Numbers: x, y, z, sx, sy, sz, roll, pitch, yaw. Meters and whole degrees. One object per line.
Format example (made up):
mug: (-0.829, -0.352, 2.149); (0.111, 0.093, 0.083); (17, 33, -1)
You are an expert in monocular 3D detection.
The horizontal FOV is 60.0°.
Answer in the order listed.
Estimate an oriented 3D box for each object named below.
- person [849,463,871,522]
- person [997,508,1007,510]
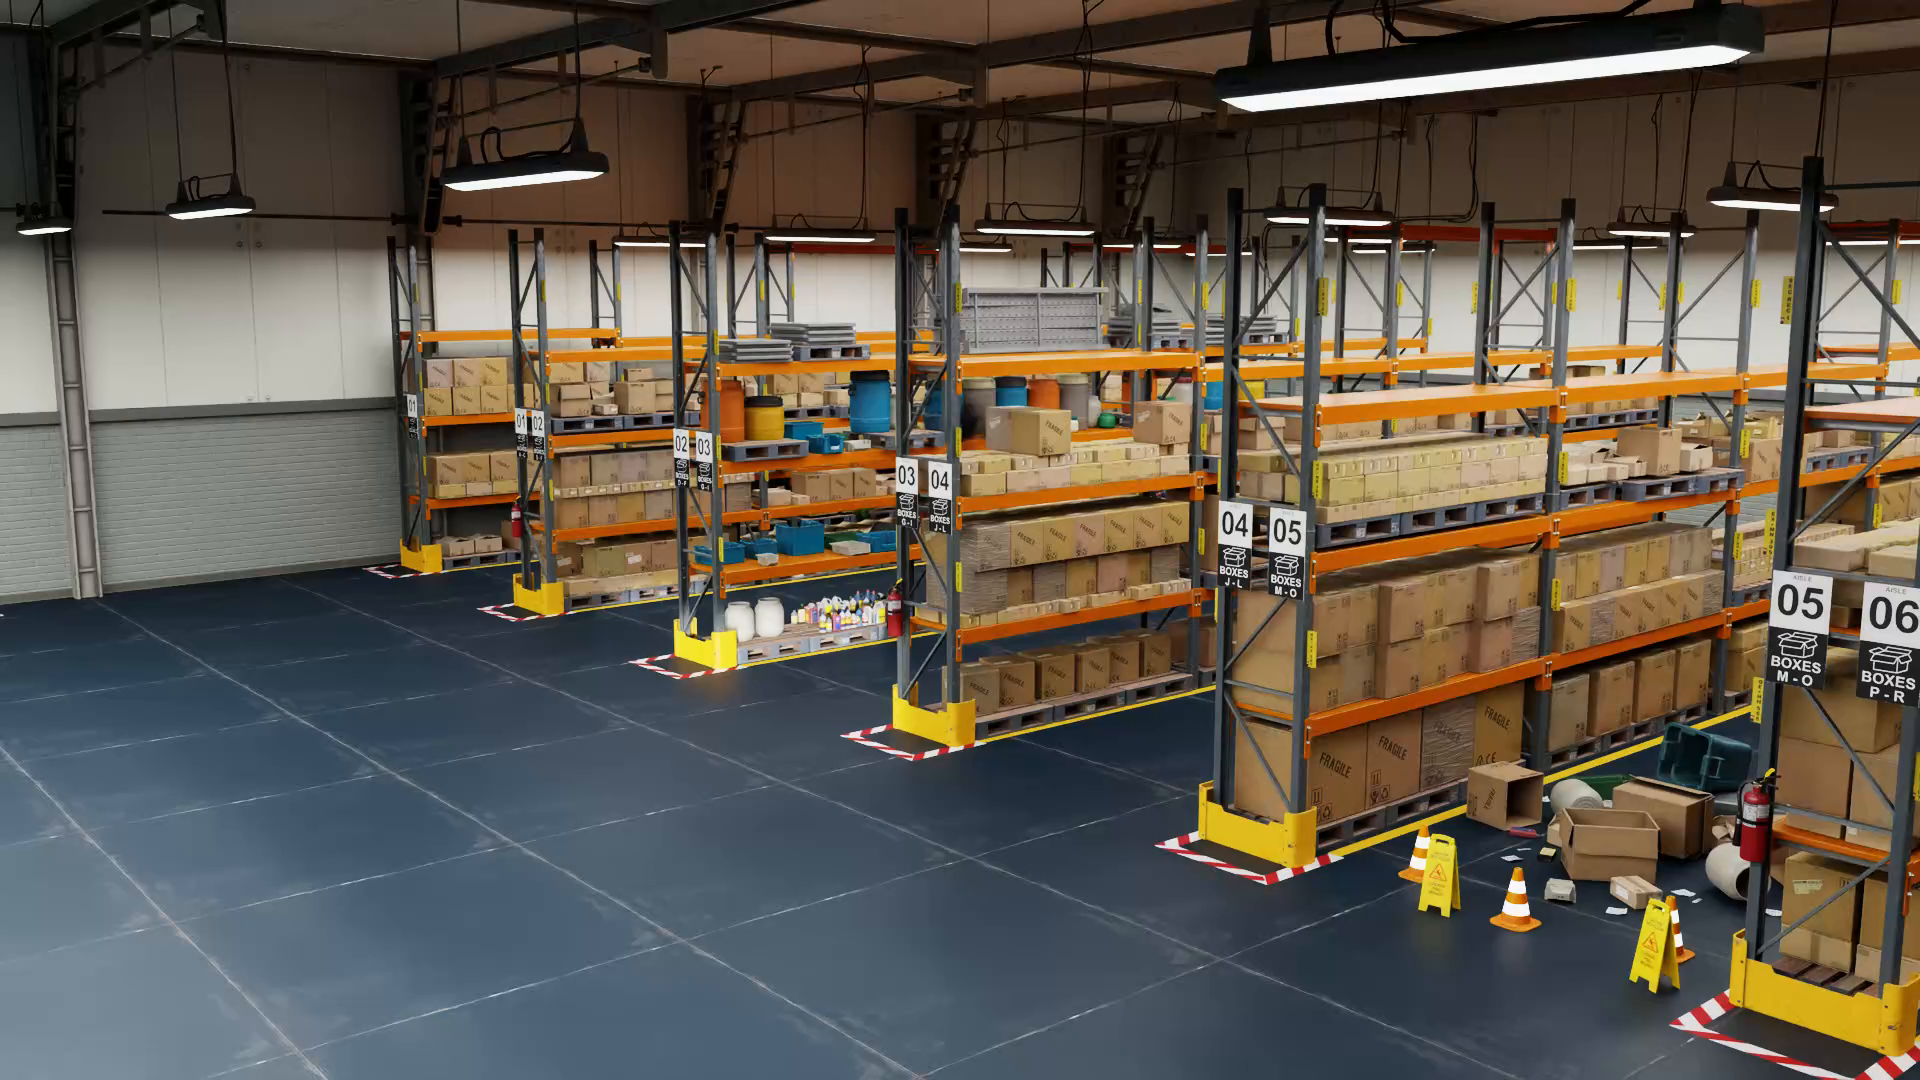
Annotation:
person: (-2.051, -0.891, 34.096); (0.694, 1.672, 0.791); (5, 10, 31)
person: (0.749, -0.340, 28.923); (0.692, 1.599, 0.714); (6, 10, 32)
